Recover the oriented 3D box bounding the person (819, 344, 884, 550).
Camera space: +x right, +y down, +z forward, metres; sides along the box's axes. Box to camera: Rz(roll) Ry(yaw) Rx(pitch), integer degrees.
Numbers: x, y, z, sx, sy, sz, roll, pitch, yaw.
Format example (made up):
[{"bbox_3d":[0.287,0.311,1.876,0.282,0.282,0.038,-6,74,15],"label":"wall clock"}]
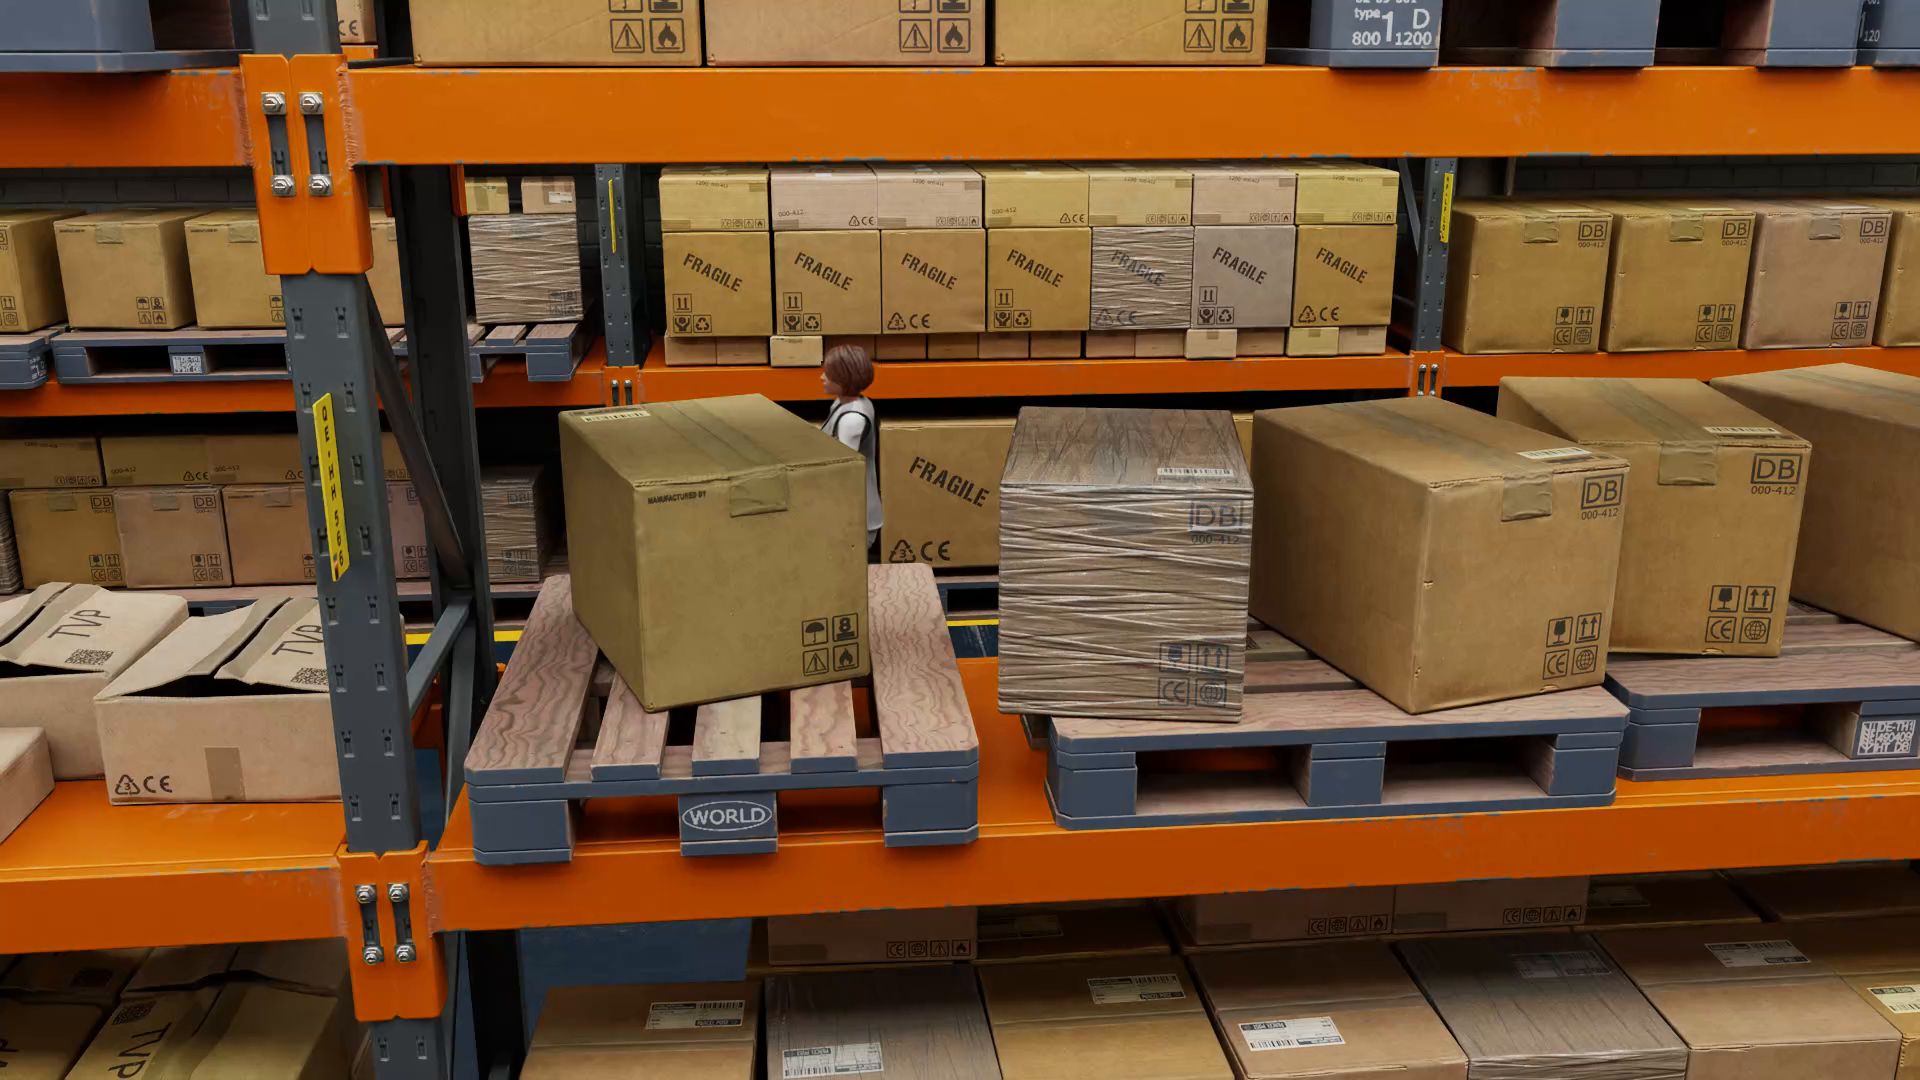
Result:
[{"bbox_3d":[-0.572,-0.063,7.254,0.478,1.600,0.435,-2,17,-6],"label":"person"}]
